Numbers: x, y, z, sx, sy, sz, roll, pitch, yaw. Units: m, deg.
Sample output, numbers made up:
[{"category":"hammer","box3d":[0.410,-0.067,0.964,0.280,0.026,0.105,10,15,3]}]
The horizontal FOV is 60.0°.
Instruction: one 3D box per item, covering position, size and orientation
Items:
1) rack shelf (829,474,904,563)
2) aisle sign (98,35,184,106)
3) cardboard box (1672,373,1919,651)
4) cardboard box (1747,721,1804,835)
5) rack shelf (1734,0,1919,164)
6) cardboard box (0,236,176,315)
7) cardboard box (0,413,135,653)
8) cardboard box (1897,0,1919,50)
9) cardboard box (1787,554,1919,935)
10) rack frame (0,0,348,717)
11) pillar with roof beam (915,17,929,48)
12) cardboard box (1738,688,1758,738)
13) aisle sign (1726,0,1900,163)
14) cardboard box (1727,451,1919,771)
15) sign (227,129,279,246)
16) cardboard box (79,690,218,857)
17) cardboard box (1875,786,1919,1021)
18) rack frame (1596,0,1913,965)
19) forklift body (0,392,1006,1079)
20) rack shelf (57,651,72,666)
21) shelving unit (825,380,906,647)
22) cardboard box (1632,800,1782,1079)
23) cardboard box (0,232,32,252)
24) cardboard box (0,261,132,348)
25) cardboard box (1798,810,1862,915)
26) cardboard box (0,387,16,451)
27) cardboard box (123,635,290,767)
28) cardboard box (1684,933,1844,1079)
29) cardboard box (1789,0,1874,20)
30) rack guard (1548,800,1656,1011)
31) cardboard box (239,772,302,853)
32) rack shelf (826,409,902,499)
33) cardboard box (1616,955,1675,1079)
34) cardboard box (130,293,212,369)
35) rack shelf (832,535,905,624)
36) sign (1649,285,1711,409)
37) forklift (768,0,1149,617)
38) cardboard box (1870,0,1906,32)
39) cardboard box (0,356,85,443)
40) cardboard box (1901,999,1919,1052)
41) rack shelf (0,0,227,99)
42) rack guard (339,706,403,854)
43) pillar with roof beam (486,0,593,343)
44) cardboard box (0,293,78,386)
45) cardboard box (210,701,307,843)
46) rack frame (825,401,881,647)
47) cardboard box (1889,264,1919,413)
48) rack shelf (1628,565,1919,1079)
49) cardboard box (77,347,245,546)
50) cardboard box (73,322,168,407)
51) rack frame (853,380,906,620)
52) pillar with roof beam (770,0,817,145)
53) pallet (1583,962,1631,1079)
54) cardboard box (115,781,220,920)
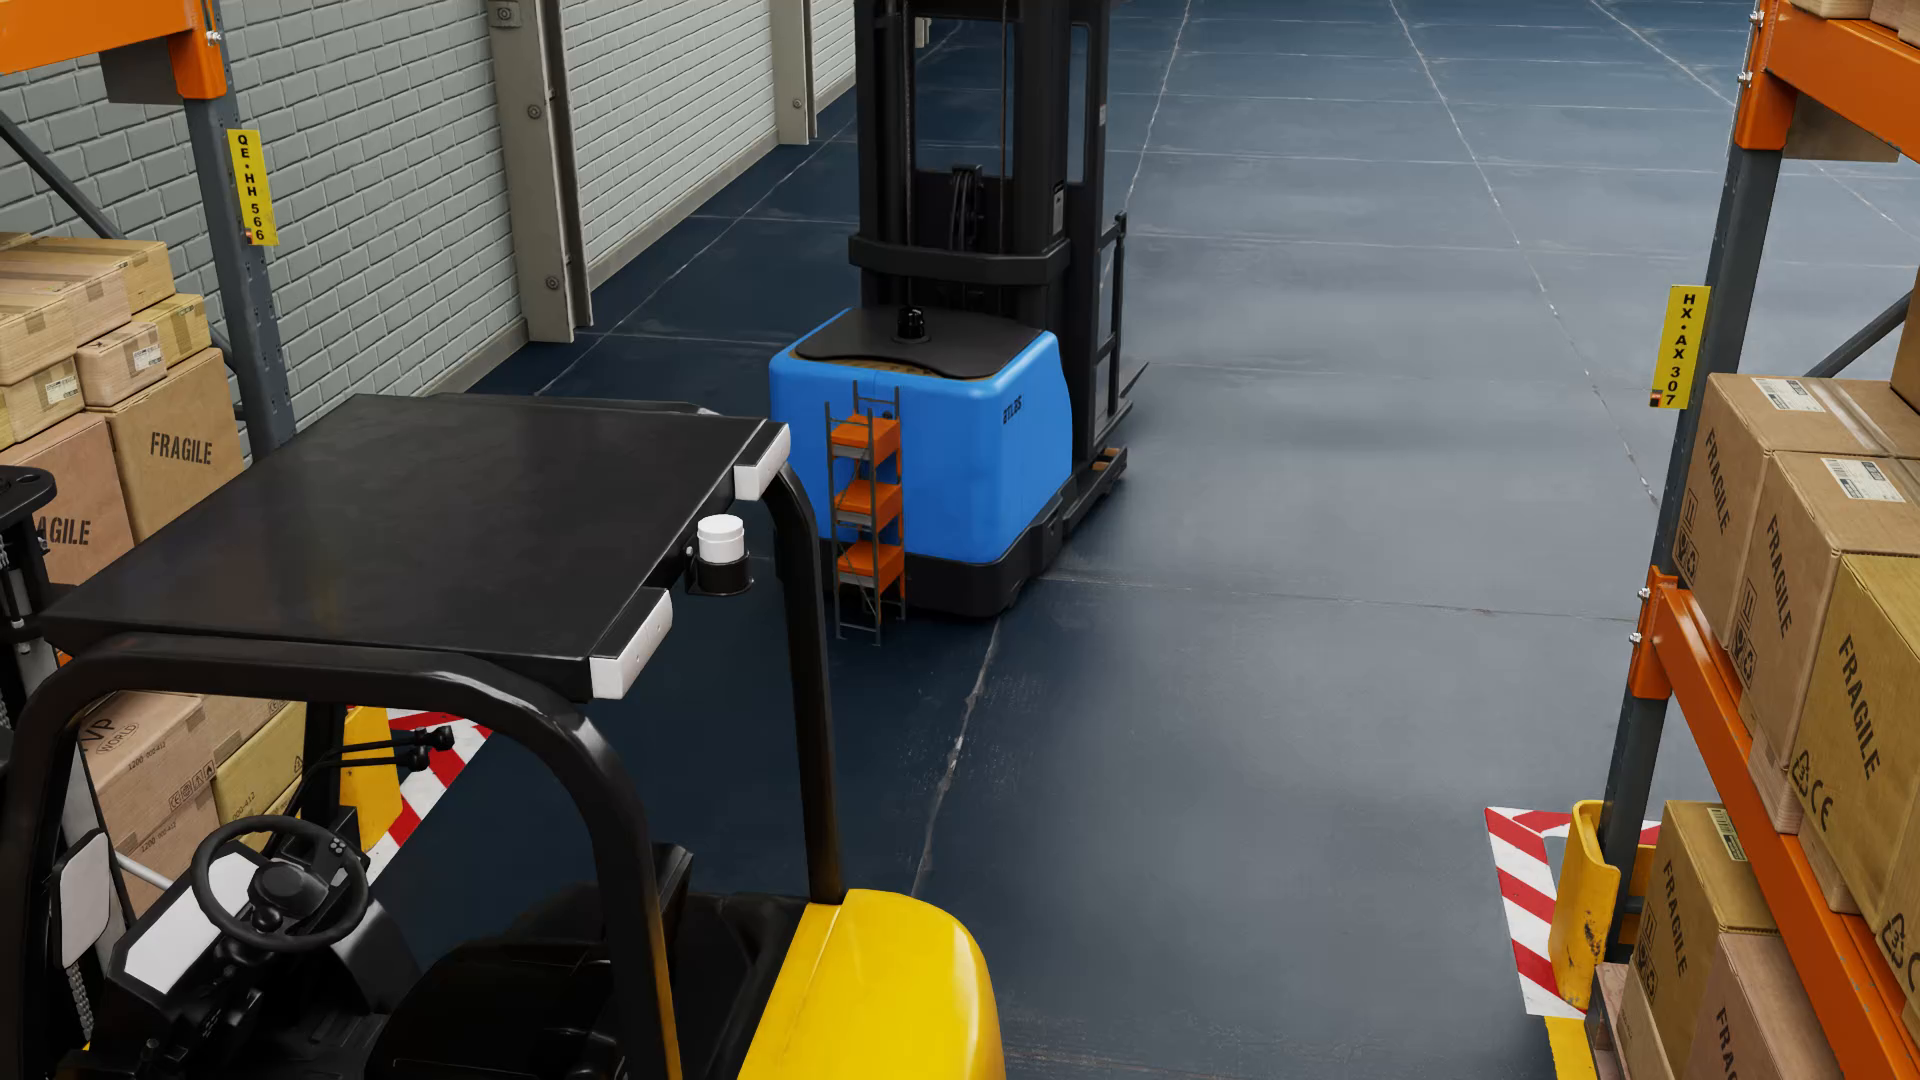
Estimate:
[{"category":"rack shelf","box3d":[-0.375,-0.089,6.718,0.215,0.259,0.240,10,28,21]},{"category":"aisle sign","box3d":[-2.226,-1.586,4.535,0.394,0.787,0.004,4,25,9]},{"category":"cardboard box","box3d":[2.020,-0.061,3.873,0.500,0.500,0.500,4,25,8]},{"category":"cardboard box","box3d":[1.874,0.497,3.447,0.380,0.149,0.250,4,25,9]},{"category":"rack shelf","box3d":[2.044,-0.256,2.069,1.077,0.370,4.000,4,25,9]},{"category":"cardboard box","box3d":[-2.377,-0.711,4.497,0.380,0.149,0.250,4,25,9]},{"category":"cardboard box","box3d":[-2.442,-0.007,4.108,0.500,0.500,0.500,5,26,10]},{"category":"cardboard box","box3d":[1.965,-0.964,3.029,0.380,0.149,0.250,5,25,10]},{"category":"cardboard box","box3d":[1.857,0.369,2.954,0.500,0.500,0.500,4,25,7]},{"category":"rack frame","box3d":[-2.526,-0.402,5.070,1.000,3.000,0.127,4,25,9]},{"category":"pillar with roof beam","box3d":[3.660,-10.120,18.756,9.100,9.000,0.400,4,25,9]},{"category":"cardboard box","box3d":[1.961,0.394,3.667,0.380,0.149,0.250,3,25,7]},{"category":"aisle sign","box3d":[2.076,-1.284,3.889,0.394,0.787,0.004,4,25,9]},{"category":"cardboard box","box3d":[1.939,0.156,3.409,0.500,0.500,0.500,5,26,10]},{"category":"sign","box3d":[-1.993,-0.990,4.682,0.100,0.325,0.005,4,25,9]},{"category":"cardboard box","box3d":[-2.372,0.629,4.438,0.500,0.250,0.500,4,25,9]},{"category":"cardboard box","box3d":[1.782,0.583,2.498,0.500,0.500,0.500,4,25,7]},{"category":"rack frame","box3d":[2.371,-0.060,4.339,1.000,3.000,0.127,4,25,9]},{"category":"forklift body","box3d":[-1.036,0.902,3.286,2.313,2.155,1.214,4,25,9]},{"category":"rack shelf","box3d":[-2.853,0.760,3.436,1.077,0.370,4.000,4,25,9]},{"category":"shelving unit","box3d":[-0.375,-0.098,6.714,0.215,1.050,0.252,10,28,21]},{"category":"cardboard box","box3d":[1.963,0.984,3.973,0.500,0.500,0.500,3,25,7]},{"category":"cardboard box","box3d":[-2.792,-0.750,4.580,0.380,0.149,0.250,4,25,8]},{"category":"cardboard box","box3d":[-2.387,-0.606,4.272,0.380,0.149,0.250,4,25,9]},{"category":"cardboard box","box3d":[1.865,0.607,3.211,0.380,0.149,0.250,5,25,10]},{"category":"cardboard box","box3d":[-2.474,-0.261,3.885,0.380,0.149,0.250,4,25,8]},{"category":"cardboard box","box3d":[-2.294,0.415,4.895,0.500,0.250,0.500,5,26,10]},{"category":"cardboard box","box3d":[1.882,1.203,3.505,0.500,0.500,0.500,3,25,7]},{"category":"cardboard box","box3d":[1.997,-1.188,3.508,0.380,0.149,0.250,4,25,9]},{"category":"rack guard","box3d":[2.359,1.104,4.801,1.175,0.500,0.348,4,25,9]},{"category":"cardboard box","box3d":[-2.291,0.872,5.098,0.500,0.250,0.500,4,25,9]},{"category":"rack shelf","box3d":[-0.378,-0.343,6.592,0.215,0.259,0.240,10,28,21]},{"category":"cardboard box","box3d":[1.967,1.314,4.153,0.500,0.250,0.500,4,25,8]},{"category":"cardboard box","box3d":[-2.307,-0.577,4.560,0.380,0.149,0.250,4,25,9]},{"category":"rack shelf","box3d":[-0.372,0.160,6.842,0.215,0.259,0.240,10,28,21]},{"category":"sign","box3d":[1.836,-0.489,4.236,0.100,0.325,0.005,4,25,9]},{"category":"forklift","box3d":[0.202,-1.608,7.728,1.130,2.935,3.031,9,27,19]},{"category":"cardboard box","box3d":[2.042,-1.072,3.260,0.380,0.149,0.250,3,25,7]},{"category":"cardboard box","box3d":[-2.422,-0.363,4.105,0.380,0.149,0.250,4,25,10]},{"category":"cardboard box","box3d":[1.809,0.830,2.734,0.380,0.149,0.250,3,25,7]},{"category":"rack shelf","box3d":[-2.853,-0.598,2.800,1.077,0.370,4.000,4,25,9]},{"category":"rack guard","box3d":[-2.522,0.720,5.622,1.175,0.500,0.348,4,25,9]},{"category":"pillar with roof beam","box3d":[1.698,-5.101,8.034,9.100,9.000,0.400,4,25,9]},{"category":"cardboard box","box3d":[-2.403,-0.495,4.035,0.380,0.149,0.250,5,25,10]},{"category":"cardboard box","box3d":[-2.297,0.652,4.977,0.500,0.250,0.500,4,25,8]},{"category":"rack frame","box3d":[-0.423,-0.048,6.613,0.200,1.050,0.008,10,28,21]},{"category":"cardboard box","box3d":[2.503,-0.464,3.554,0.700,0.500,0.500,3,25,7]},{"category":"rack shelf","box3d":[2.044,1.103,2.705,1.077,0.370,4.000,4,25,9]},{"category":"cardboard box","box3d":[-2.348,-0.223,4.571,0.500,0.500,0.500,3,25,7]},{"category":"cardboard box","box3d":[-2.319,-0.468,4.328,0.380,0.149,0.250,4,25,9]},{"category":"rack frame","box3d":[-0.328,-0.149,6.814,0.200,1.050,0.008,10,28,21]},{"category":"pillar with roof beam","box3d":[2.679,-7.611,13.395,9.100,9.000,0.400,4,25,9]},{"category":"pallet","box3d":[2.191,1.572,4.142,1.003,0.211,1.213,4,25,9]},{"category":"cardboard box","box3d":[-2.390,0.861,4.531,0.500,0.250,0.500,4,25,8]}]
